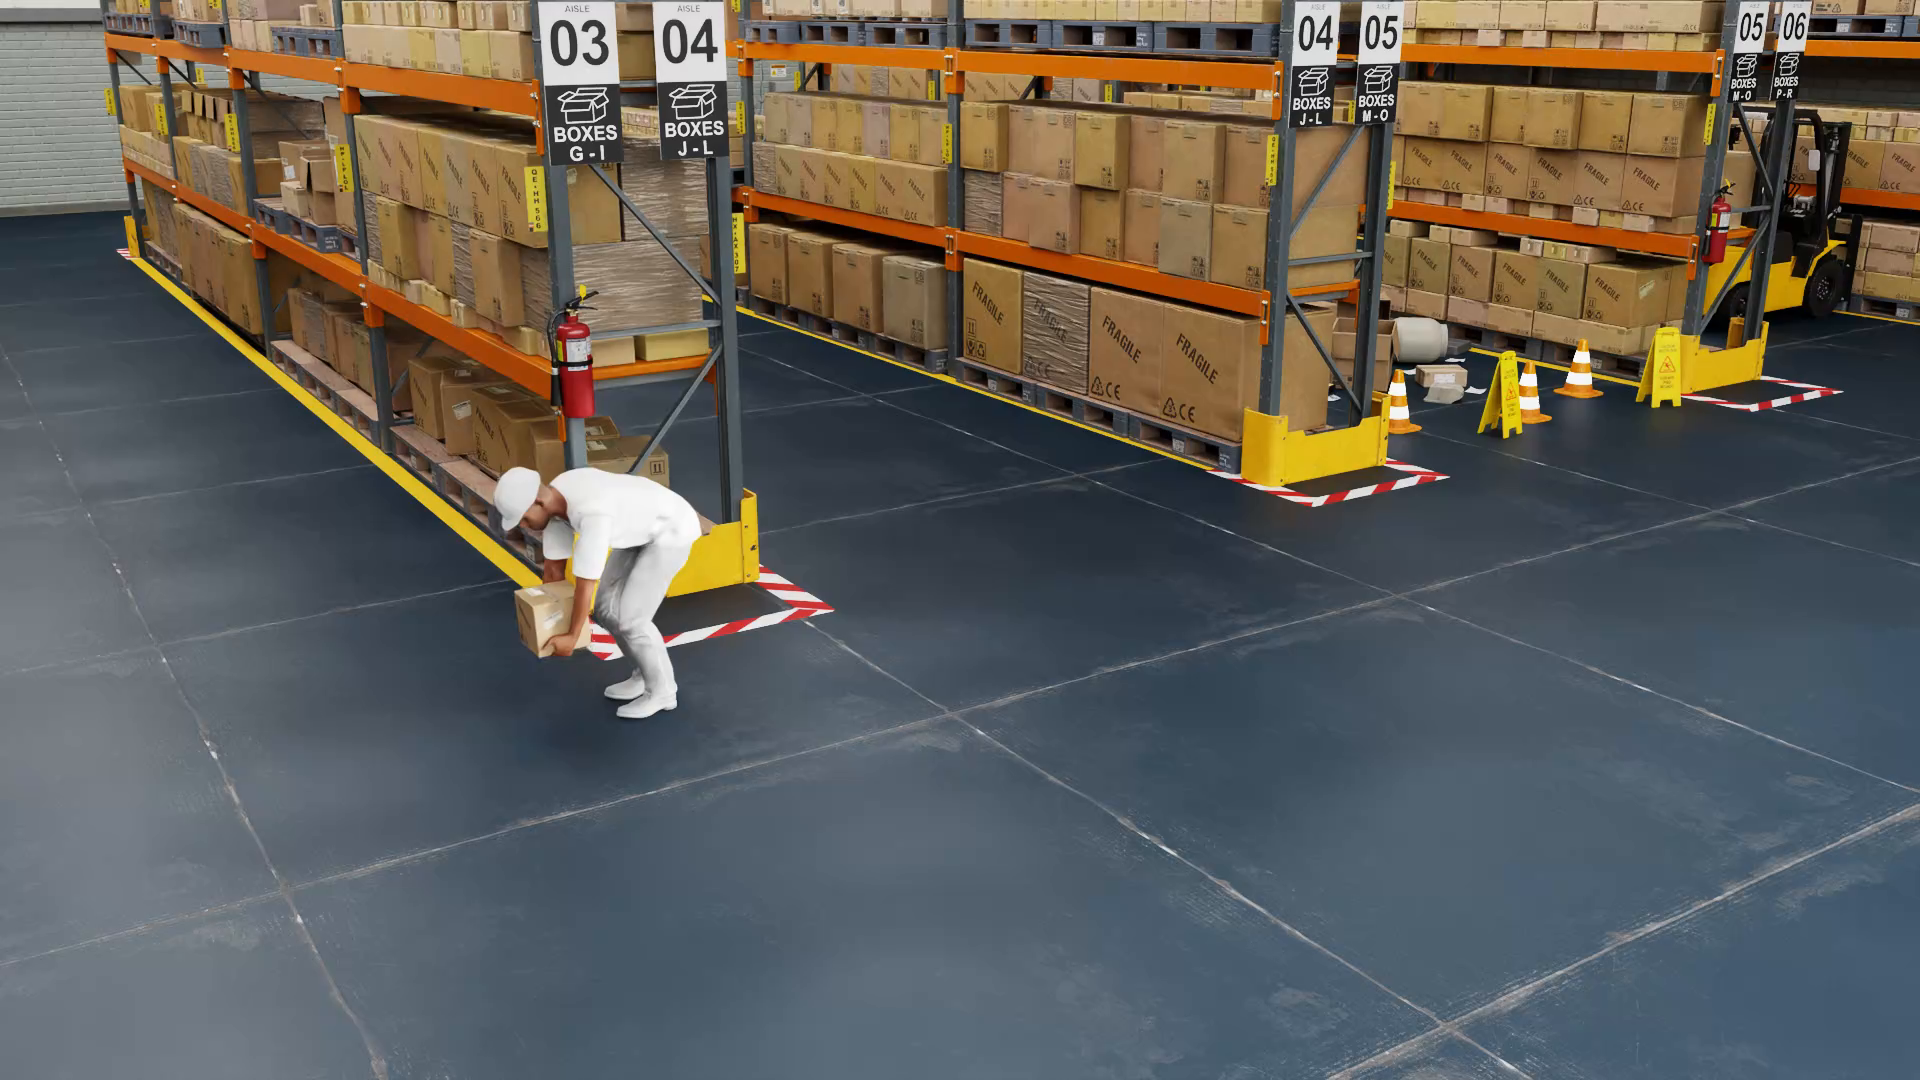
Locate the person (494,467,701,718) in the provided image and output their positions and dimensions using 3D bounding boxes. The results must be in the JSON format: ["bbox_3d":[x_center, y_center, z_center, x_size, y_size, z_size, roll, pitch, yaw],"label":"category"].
[{"bbox_3d":[-1.646,0.219,7.666,0.940,1.255,0.496,-12,22,-34],"label":"person"}]
